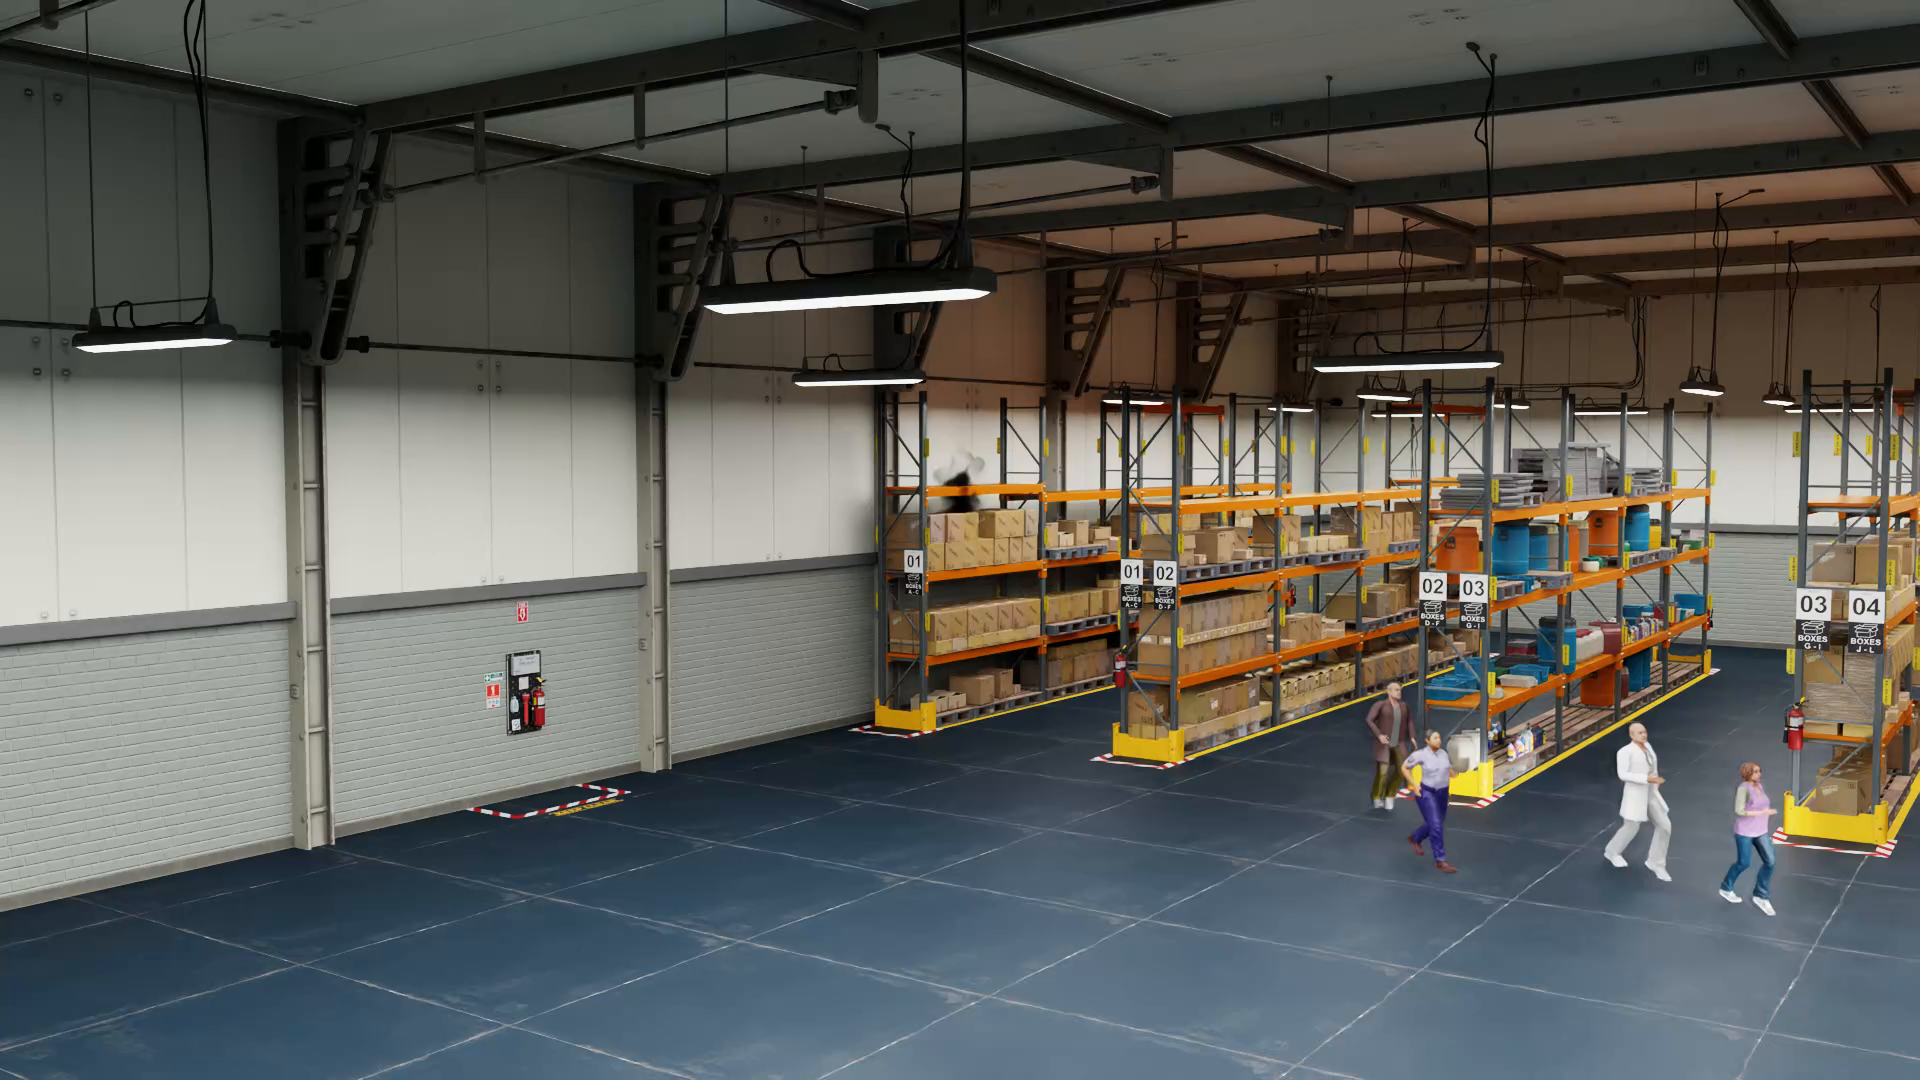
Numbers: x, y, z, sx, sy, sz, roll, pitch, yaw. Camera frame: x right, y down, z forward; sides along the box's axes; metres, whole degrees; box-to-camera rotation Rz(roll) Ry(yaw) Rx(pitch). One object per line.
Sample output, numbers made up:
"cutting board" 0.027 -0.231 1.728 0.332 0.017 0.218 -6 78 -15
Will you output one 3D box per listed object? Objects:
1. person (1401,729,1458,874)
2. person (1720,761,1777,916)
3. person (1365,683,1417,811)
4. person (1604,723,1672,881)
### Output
"person" 5.626 3.063 19.819 0.608 1.632 0.943 -2 4 -29
"person" 8.535 3.199 17.947 0.516 1.635 0.677 -1 4 -25
"person" 6.005 2.866 23.080 0.768 1.742 0.624 0 3 -6
"person" 7.977 3.053 19.533 0.719 1.826 0.866 -1 3 -23
